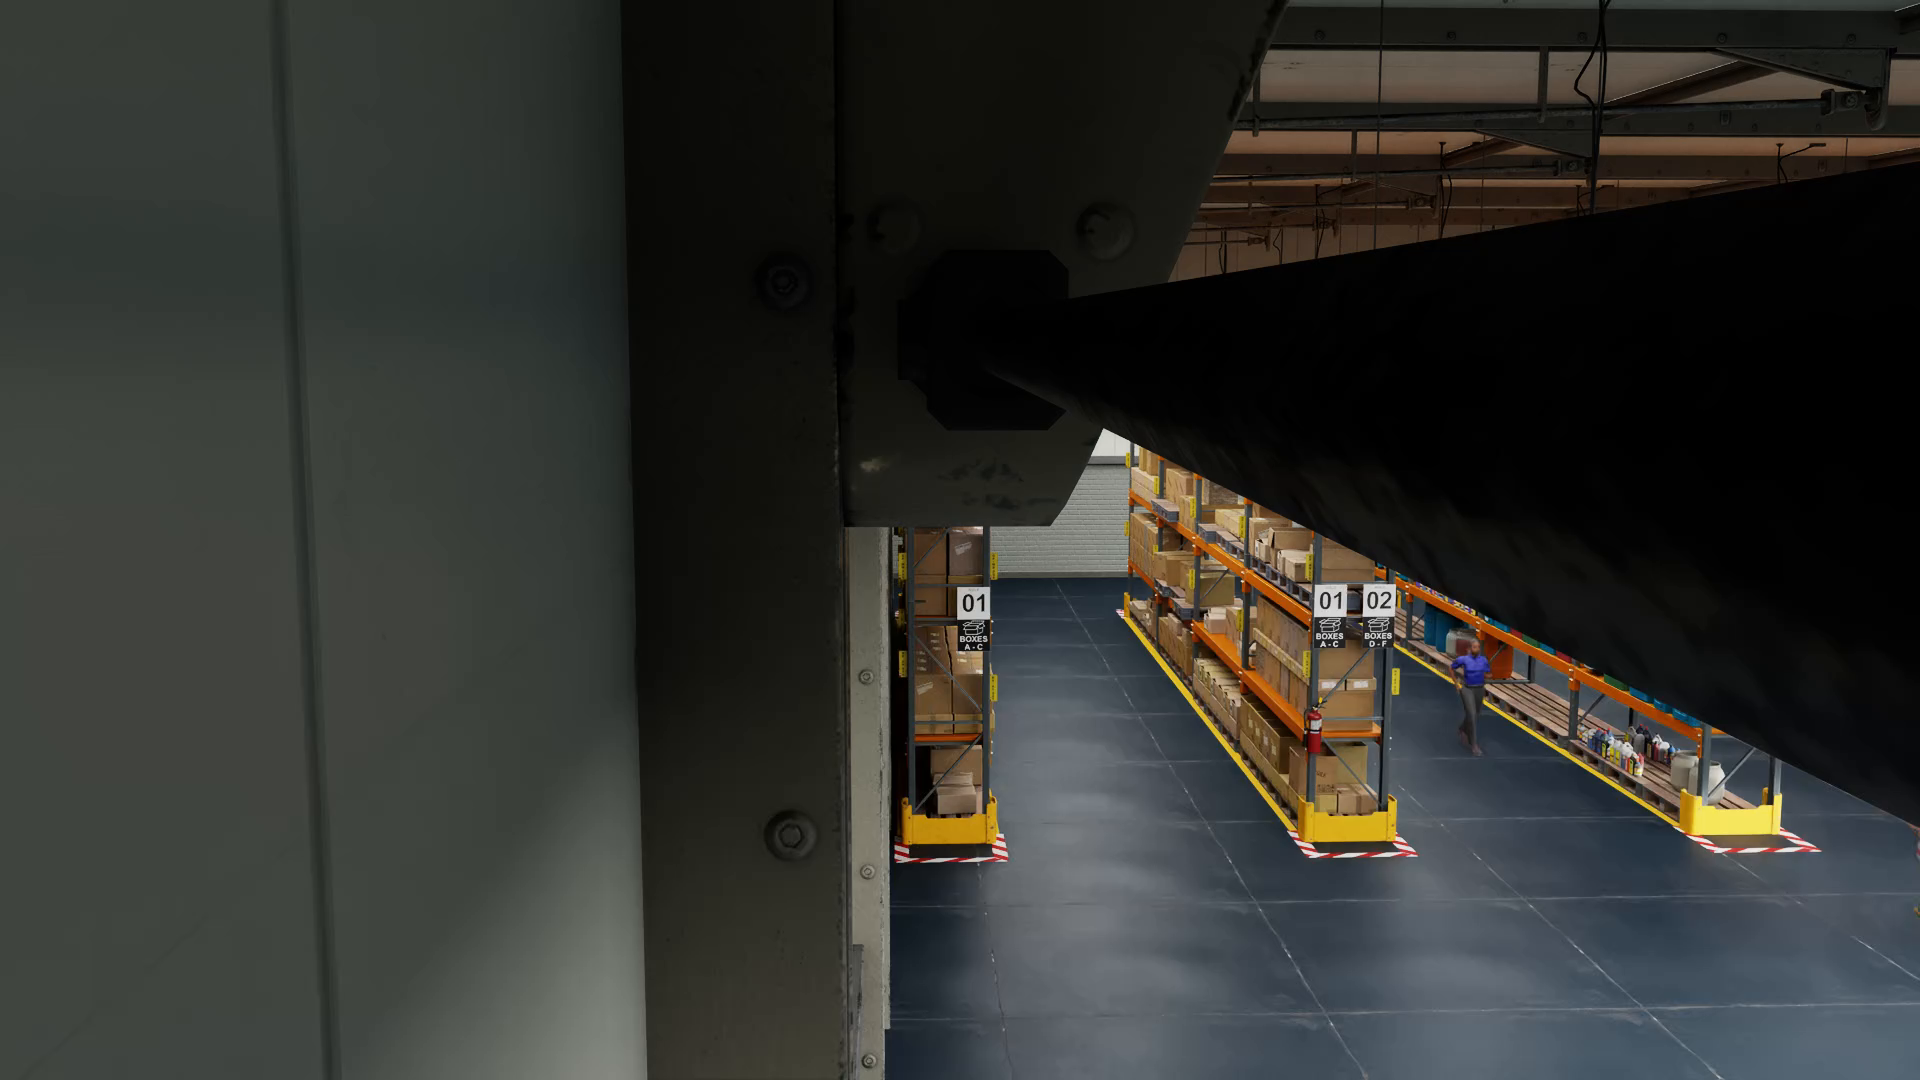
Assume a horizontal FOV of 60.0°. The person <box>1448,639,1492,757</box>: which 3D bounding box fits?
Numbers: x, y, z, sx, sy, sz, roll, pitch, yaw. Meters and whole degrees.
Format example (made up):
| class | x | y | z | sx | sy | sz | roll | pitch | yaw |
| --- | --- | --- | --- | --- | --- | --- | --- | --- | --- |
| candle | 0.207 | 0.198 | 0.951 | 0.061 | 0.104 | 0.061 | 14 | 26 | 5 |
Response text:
| class | x | y | z | sx | sy | sz | roll | pitch | yaw |
| --- | --- | --- | --- | --- | --- | --- | --- | --- | --- |
| person | 7.668 | 2.312 | 24.910 | 0.562 | 1.682 | 0.885 | -2 | 8 | -14 |
